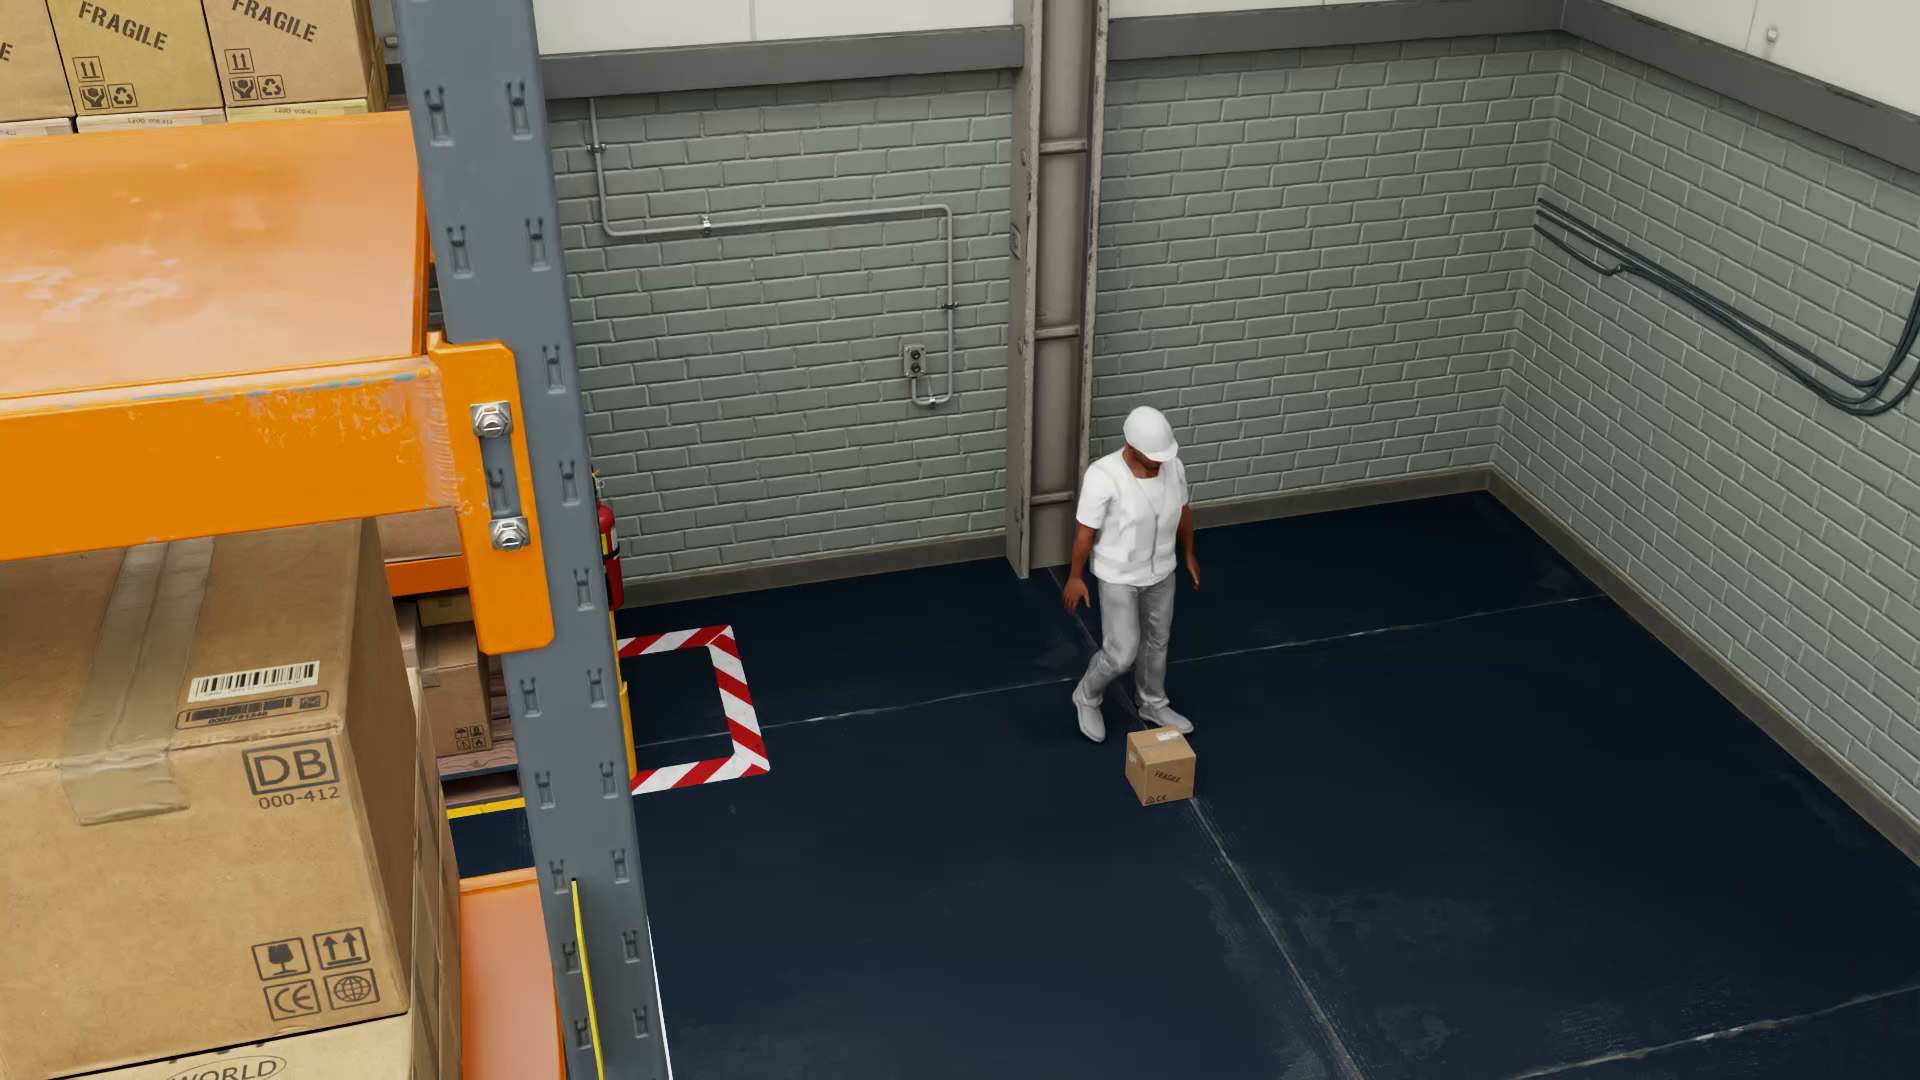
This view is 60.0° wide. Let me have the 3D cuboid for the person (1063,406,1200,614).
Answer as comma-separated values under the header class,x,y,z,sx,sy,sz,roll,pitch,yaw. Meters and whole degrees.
class,x,y,z,sx,sy,sz,roll,pitch,yaw
person,0.850,-0.152,7.733,0.696,1.059,0.375,-17,34,-27
